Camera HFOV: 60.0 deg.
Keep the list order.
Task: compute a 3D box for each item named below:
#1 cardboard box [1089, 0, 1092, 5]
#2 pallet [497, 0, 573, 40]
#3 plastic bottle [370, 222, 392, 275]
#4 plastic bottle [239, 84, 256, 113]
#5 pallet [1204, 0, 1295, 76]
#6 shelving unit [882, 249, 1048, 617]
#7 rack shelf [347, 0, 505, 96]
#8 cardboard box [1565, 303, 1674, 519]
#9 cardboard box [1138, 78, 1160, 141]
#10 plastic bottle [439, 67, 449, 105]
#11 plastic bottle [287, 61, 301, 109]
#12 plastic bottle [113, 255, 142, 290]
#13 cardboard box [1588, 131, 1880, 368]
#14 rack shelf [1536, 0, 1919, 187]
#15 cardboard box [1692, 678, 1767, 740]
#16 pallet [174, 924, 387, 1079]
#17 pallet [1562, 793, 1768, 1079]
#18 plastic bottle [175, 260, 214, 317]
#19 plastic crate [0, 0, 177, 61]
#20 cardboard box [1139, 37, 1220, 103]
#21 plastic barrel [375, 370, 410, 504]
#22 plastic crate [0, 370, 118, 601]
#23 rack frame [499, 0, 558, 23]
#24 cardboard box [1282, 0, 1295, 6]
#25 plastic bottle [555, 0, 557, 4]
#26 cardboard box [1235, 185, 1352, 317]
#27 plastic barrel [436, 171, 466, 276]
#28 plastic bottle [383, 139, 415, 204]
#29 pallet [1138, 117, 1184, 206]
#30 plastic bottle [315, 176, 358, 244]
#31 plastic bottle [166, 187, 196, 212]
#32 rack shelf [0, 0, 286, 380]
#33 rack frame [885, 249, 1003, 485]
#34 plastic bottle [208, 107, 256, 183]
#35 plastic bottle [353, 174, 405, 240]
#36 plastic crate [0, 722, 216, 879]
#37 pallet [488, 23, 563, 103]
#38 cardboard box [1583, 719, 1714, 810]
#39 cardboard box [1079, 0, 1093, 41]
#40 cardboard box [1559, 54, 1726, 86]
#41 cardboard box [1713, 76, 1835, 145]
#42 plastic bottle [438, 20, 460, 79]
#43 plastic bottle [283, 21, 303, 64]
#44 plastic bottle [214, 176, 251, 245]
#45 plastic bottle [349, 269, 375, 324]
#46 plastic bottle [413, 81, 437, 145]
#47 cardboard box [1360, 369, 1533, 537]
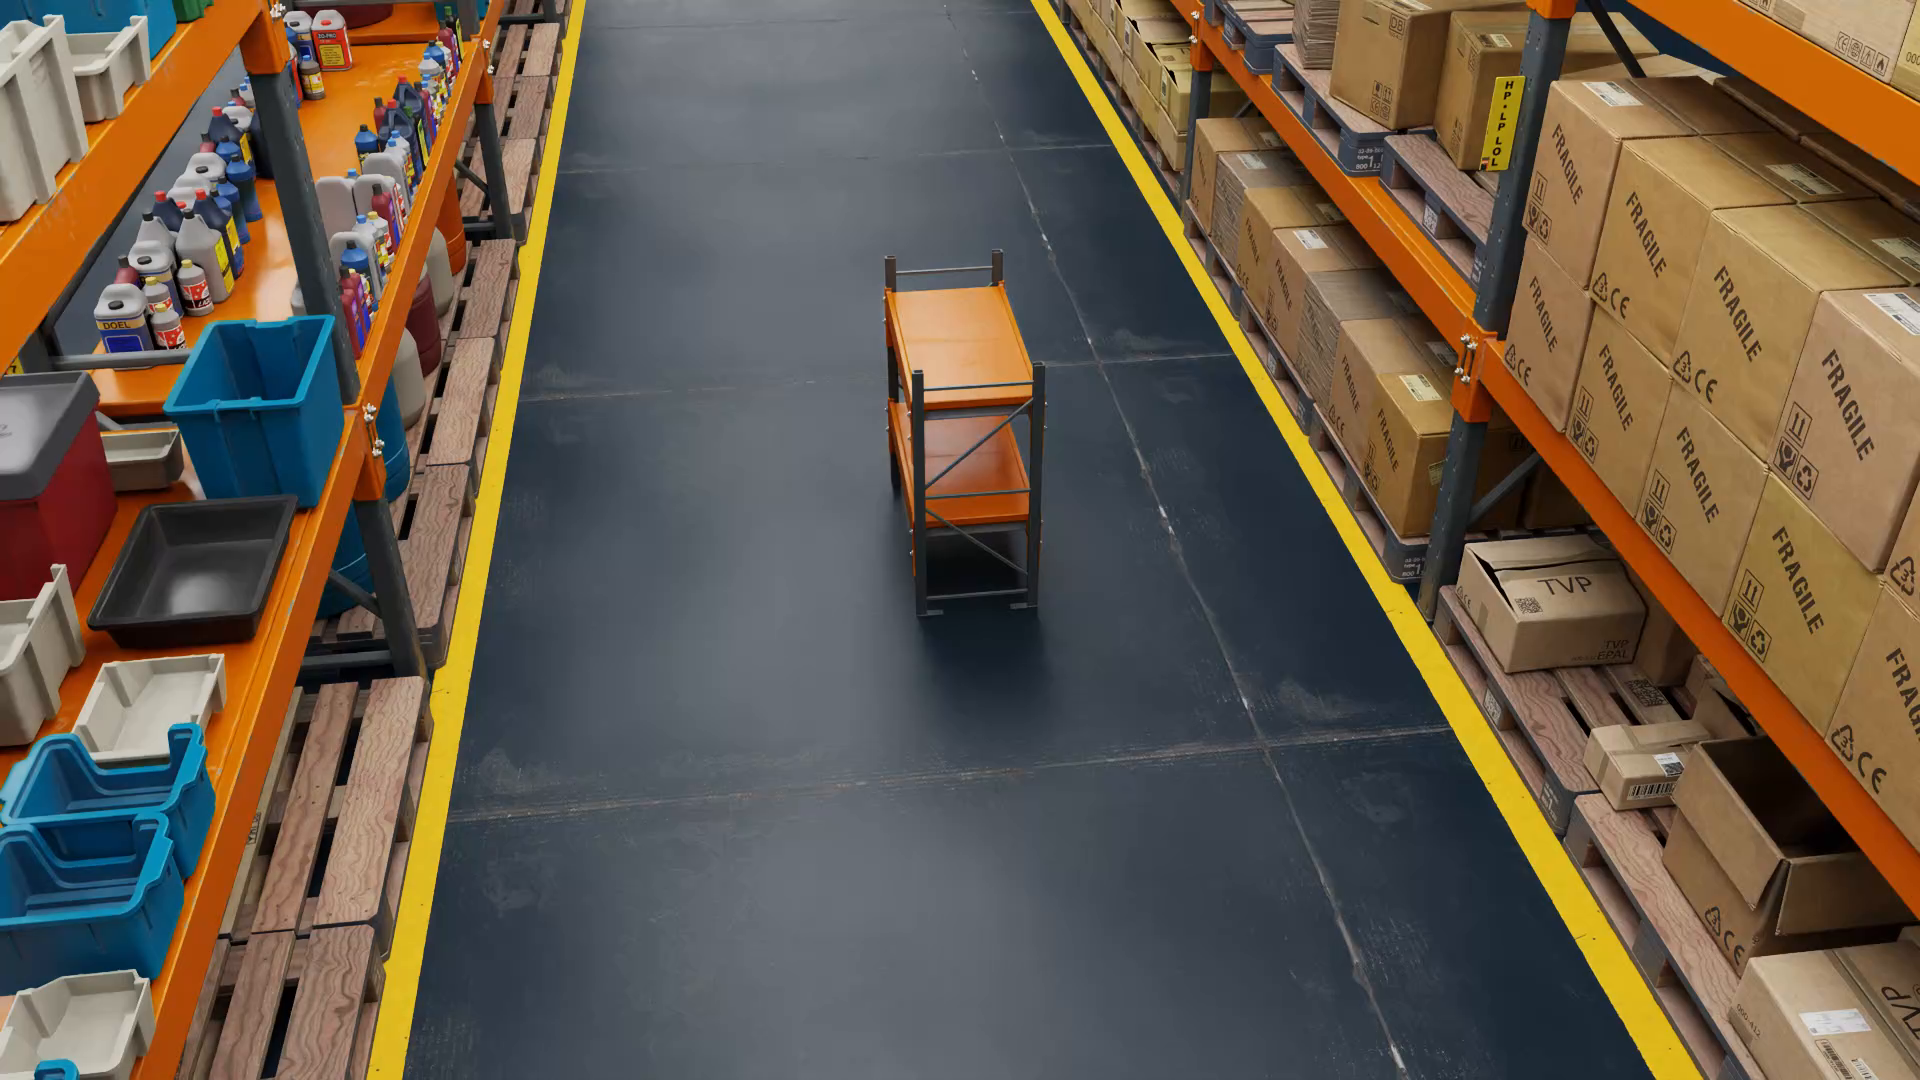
[{"bbox_3d":[1.177,-4.175,12.283,0.500,0.311,0.500,-5,35,-7],"label":"cardboard box"},{"bbox_3d":[-3.652,-4.288,13.354,1.003,0.211,1.213,-4,35,-6],"label":"pallet"},{"bbox_3d":[-2.263,-1.128,6.418,0.097,0.201,0.097,0,34,0],"label":"plastic bottle"},{"bbox_3d":[-3.214,-1.928,7.530,0.097,0.271,0.097,0,34,0],"label":"plastic bottle"},{"bbox_3d":[2.005,-2.751,8.793,1.213,0.211,1.003,-4,35,-6],"label":"pallet"},{"bbox_3d":[0.001,-0.461,6.928,0.538,1.125,1.048,-4,35,-6],"label":"shelving unit"},{"bbox_3d":[-3.334,-3.649,10.579,1.077,0.370,4.000,-4,35,-6],"label":"rack shelf"},{"bbox_3d":[2.252,-0.422,5.116,0.500,0.500,0.500,-4,34,-6],"label":"cardboard box"},{"bbox_3d":[1.459,-2.803,10.768,0.500,0.250,0.500,-5,35,-7],"label":"cardboard box"},{"bbox_3d":[-2.520,-2.197,7.986,0.097,0.201,0.097,0,34,0],"label":"plastic bottle"},{"bbox_3d":[-3.216,-2.190,7.915,0.097,0.271,0.097,0,34,0],"label":"plastic bottle"},{"bbox_3d":[-2.977,-0.871,5.967,0.061,0.283,0.133,-4,35,-6],"label":"plastic bottle"},{"bbox_3d":[2.236,-0.853,4.862,0.500,0.500,0.500,-5,35,-8],"label":"cardboard box"},{"bbox_3d":[2.651,-0.797,3.731,1.077,0.370,4.000,-4,35,-6],"label":"rack shelf"},{"bbox_3d":[2.840,0.674,5.595,0.500,0.311,0.500,-4,35,-6],"label":"cardboard box"},{"bbox_3d":[-2.222,1.644,4.650,1.003,0.211,1.213,-4,35,-6],"label":"pallet"},{"bbox_3d":[2.640,1.247,5.233,1.003,0.211,1.213,-4,35,-6],"label":"pallet"},{"bbox_3d":[-2.828,-0.935,6.134,0.097,0.201,0.097,0,34,0],"label":"plastic bottle"},{"bbox_3d":[-2.088,-1.284,3.956,0.416,0.233,0.300,-4,35,-6],"label":"plastic crate"},{"bbox_3d":[1.453,-3.035,10.611,0.500,0.311,0.500,-5,35,-7],"label":"cardboard box"},{"bbox_3d":[-2.679,-0.604,6.963,0.600,0.901,0.708,-4,35,-6],"label":"plastic barrel"},{"bbox_3d":[-2.656,-0.132,4.670,0.402,0.464,0.583,-4,35,-6],"label":"plastic crate"},{"bbox_3d":[-3.603,-5.062,12.014,1.000,3.000,0.127,-4,35,-6],"label":"rack frame"},{"bbox_3d":[2.040,-3.075,8.637,0.700,0.500,0.500,-16,37,-22],"label":"cardboard box"},{"bbox_3d":[-3.211,-4.327,12.968,0.097,0.271,0.097,0,34,0],"label":"plastic bottle"},{"bbox_3d":[1.760,-1.504,8.622,0.500,0.500,0.500,-5,35,-7],"label":"cardboard box"},{"bbox_3d":[-2.982,-1.835,8.833,0.600,0.830,0.708,-4,35,-6],"label":"plastic barrel"},{"bbox_3d":[-2.356,-1.545,6.967,0.097,0.271,0.097,0,34,0],"label":"plastic bottle"},{"bbox_3d":[1.772,-2.513,10.750,1.003,0.211,1.213,-4,35,-6],"label":"pallet"},{"bbox_3d":[-2.487,-1.339,6.661,0.152,0.276,0.135,-4,35,-6],"label":"plastic bottle"},{"bbox_3d":[-3.017,-1.227,6.497,0.152,0.276,0.135,-4,35,-6],"label":"plastic bottle"},{"bbox_3d":[-2.258,-0.424,3.184,1.077,0.370,4.000,-4,35,-6],"label":"rack shelf"},{"bbox_3d":[-0.067,-0.745,7.344,0.500,1.125,0.032,-4,35,-6],"label":"rack frame"},{"bbox_3d":[-3.123,-1.680,7.096,0.144,0.351,0.185,-4,35,-6],"label":"plastic bottle"},{"bbox_3d":[-2.336,-1.350,6.678,0.152,0.276,0.135,-4,35,-6],"label":"plastic bottle"},{"bbox_3d":[-1.914,0.614,3.781,0.416,0.233,0.300,-4,35,-6],"label":"plastic crate"},{"bbox_3d":[-3.459,-3.474,12.161,1.003,0.211,1.213,-4,35,-6],"label":"pallet"},{"bbox_3d":[2.350,0.751,5.610,0.380,0.166,0.250,-4,35,-6],"label":"cardboard box"},{"bbox_3d":[1.182,-3.943,12.441,0.500,0.250,0.500,-4,34,-5],"label":"cardboard box"},{"bbox_3d":[2.540,-1.467,6.277,0.700,0.500,0.500,-16,37,-22],"label":"cardboard box"},{"bbox_3d":[2.706,-1.163,5.316,0.500,0.500,0.500,-4,34,-6],"label":"cardboard box"},{"bbox_3d":[-2.557,-2.459,8.299,0.061,0.283,0.133,-4,35,-6],"label":"plastic bottle"},{"bbox_3d":[-3.339,-2.444,8.287,0.097,0.271,0.097,0,34,0],"label":"plastic bottle"},{"bbox_3d":[-2.914,-1.320,6.638,0.097,0.271,0.097,0,34,0],"label":"plastic bottle"},{"bbox_3d":[-2.205,-0.890,6.069,0.097,0.201,0.097,0,34,0],"label":"plastic bottle"},{"bbox_3d":[-2.434,-1.950,7.552,0.061,0.283,0.133,-4,35,-6],"label":"plastic bottle"},{"bbox_3d":[2.031,-0.373,6.963,0.500,0.500,0.500,-5,35,-7],"label":"cardboard box"}]
